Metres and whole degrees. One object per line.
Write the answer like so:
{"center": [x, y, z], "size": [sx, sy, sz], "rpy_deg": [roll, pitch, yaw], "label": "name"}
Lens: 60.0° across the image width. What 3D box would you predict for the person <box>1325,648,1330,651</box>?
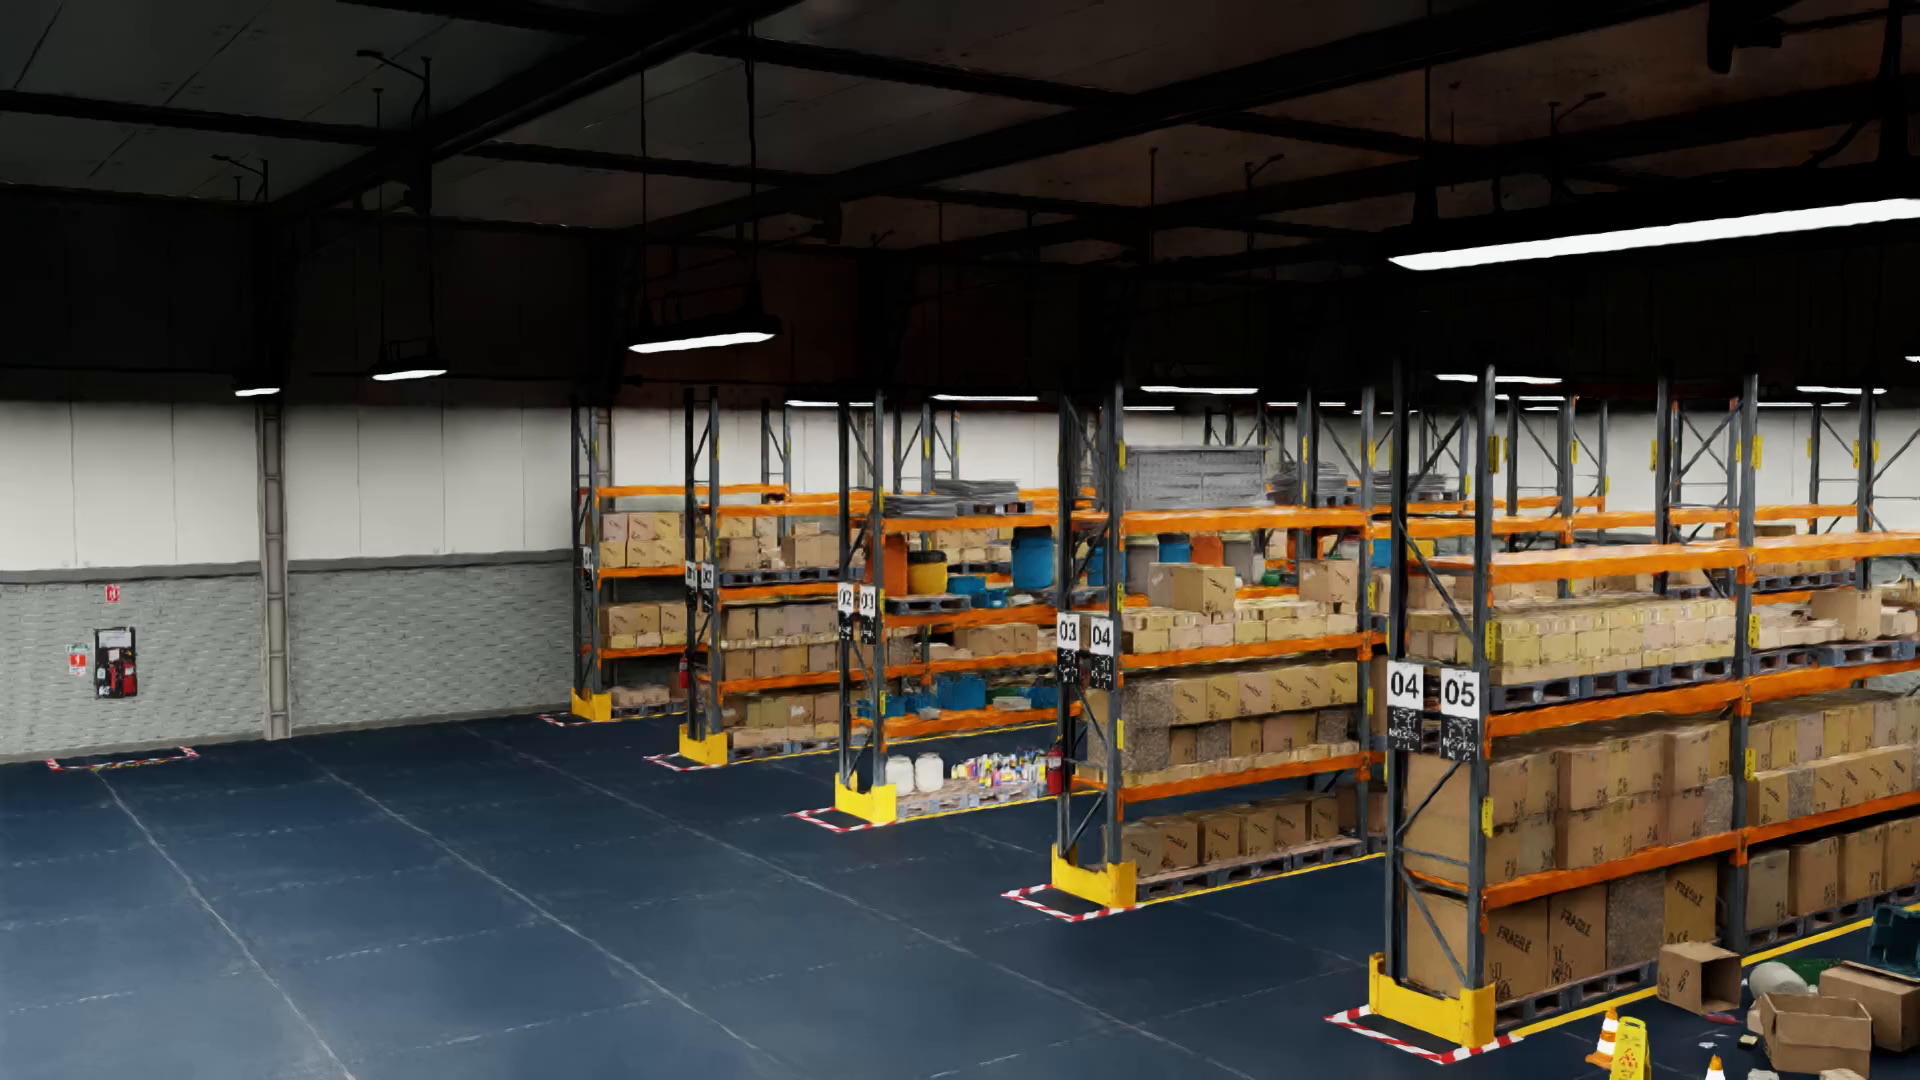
{"center": [8.571, 1.987, 37.990], "size": [0.626, 1.776, 0.461], "rpy_deg": [-1, 3, -10], "label": "person"}
